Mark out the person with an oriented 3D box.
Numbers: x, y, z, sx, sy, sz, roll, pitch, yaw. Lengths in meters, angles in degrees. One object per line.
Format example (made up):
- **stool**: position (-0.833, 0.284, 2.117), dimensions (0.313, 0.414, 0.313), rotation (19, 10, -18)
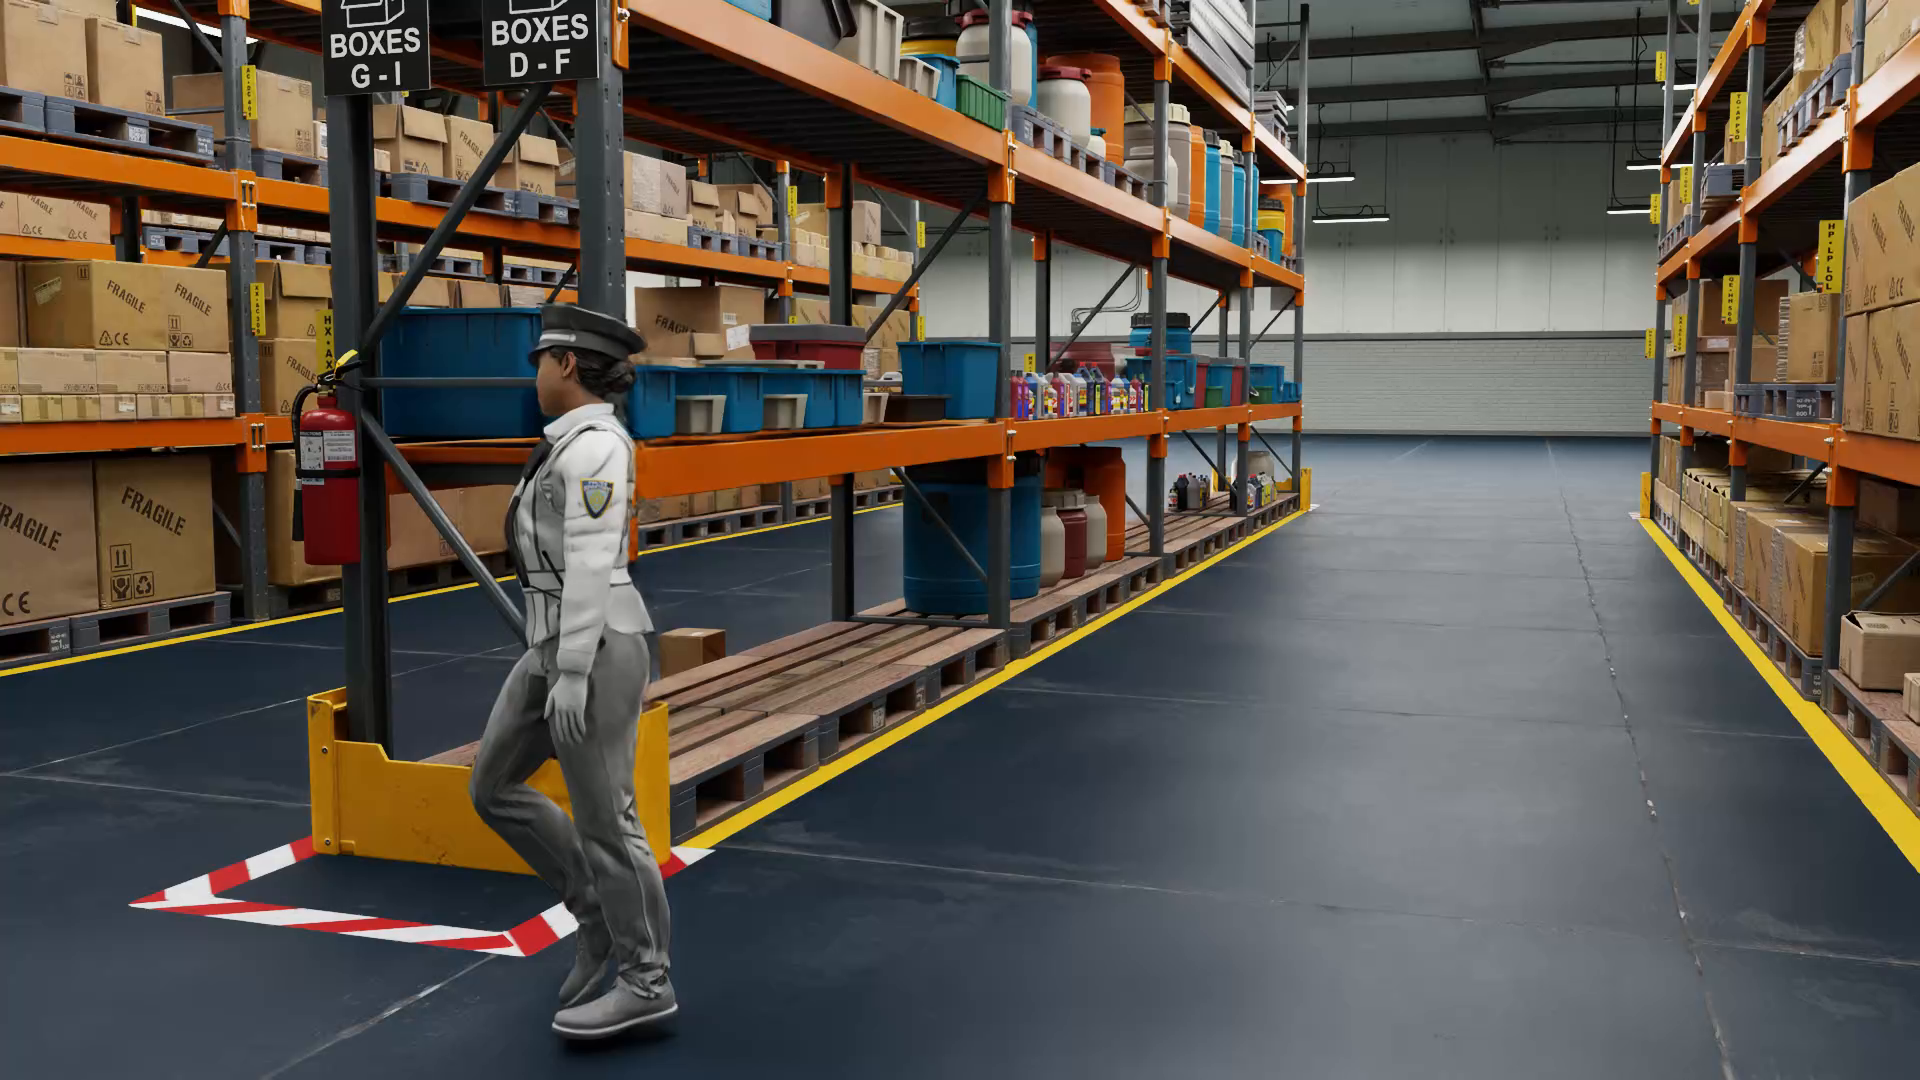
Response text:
- **person**: position (-0.920, 0.287, 3.882), dimensions (0.454, 1.662, 0.581), rotation (-2, 6, -17)
